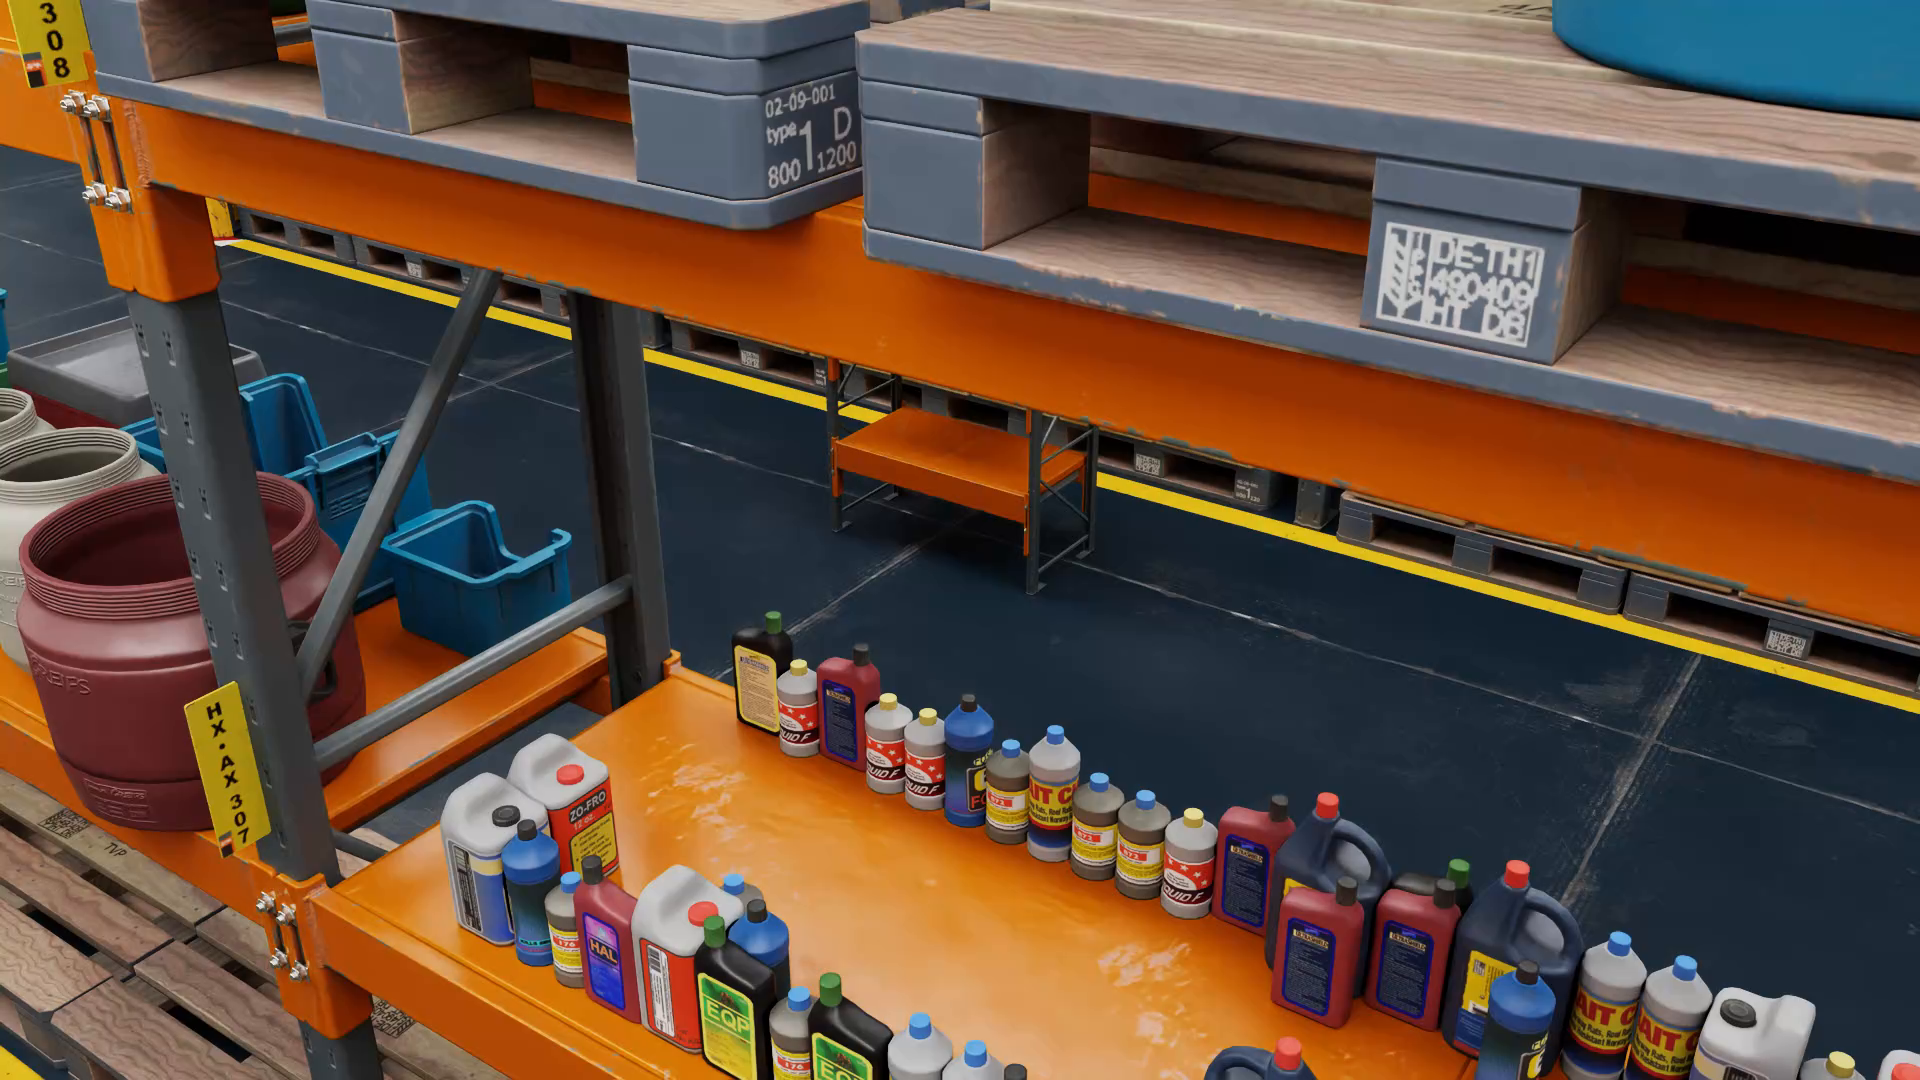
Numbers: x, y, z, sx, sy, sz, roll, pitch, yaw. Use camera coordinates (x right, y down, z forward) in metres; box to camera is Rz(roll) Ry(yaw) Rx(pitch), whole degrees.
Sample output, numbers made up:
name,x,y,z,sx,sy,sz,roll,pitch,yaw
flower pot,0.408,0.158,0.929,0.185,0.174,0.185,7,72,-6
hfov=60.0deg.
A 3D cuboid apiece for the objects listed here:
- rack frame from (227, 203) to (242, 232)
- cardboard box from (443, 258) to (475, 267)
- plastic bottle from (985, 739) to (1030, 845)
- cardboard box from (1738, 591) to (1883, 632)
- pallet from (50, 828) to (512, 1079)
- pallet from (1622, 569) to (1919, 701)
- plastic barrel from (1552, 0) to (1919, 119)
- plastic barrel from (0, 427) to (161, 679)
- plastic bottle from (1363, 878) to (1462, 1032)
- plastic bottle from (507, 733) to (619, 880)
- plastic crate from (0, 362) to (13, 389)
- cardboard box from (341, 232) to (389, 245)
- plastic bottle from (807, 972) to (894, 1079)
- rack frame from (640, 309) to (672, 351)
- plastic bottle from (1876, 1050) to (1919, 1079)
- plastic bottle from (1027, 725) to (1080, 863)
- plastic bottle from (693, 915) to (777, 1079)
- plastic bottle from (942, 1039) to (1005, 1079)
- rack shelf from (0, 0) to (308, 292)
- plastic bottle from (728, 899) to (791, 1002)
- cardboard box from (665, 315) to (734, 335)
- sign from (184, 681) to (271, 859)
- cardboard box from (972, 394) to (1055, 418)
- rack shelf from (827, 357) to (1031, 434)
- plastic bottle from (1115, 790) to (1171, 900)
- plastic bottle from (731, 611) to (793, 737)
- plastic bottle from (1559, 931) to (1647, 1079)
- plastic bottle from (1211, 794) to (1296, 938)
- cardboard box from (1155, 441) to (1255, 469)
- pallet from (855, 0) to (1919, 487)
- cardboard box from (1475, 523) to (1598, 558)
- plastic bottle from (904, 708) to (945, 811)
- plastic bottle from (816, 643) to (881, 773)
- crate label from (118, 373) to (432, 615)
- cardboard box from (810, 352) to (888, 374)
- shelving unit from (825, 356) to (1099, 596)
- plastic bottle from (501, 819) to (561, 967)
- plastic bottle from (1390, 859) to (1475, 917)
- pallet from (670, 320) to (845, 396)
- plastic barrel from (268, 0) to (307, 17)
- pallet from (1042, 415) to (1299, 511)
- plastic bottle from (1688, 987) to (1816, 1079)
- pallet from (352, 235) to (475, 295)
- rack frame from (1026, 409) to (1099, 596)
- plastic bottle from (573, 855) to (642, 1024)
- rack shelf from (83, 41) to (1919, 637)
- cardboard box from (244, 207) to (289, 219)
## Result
name,x,y,z,sx,sy,sz,roll,pitch,yaw
rack frame,-4.780,-3.629,11.074,0.127,3.000,1.000,17,32,30
cardboard box,-2.816,-1.856,10.158,0.500,0.250,0.500,17,32,30
plastic bottle,0.097,0.480,3.219,0.097,0.201,0.097,0,27,0
cardboard box,3.306,-0.038,6.288,0.500,0.500,0.500,16,31,29
pallet,-1.610,1.305,4.452,1.213,0.211,1.003,17,32,30
pallet,3.410,0.188,6.649,1.213,0.211,1.003,17,32,30
plastic barrel,0.810,-0.825,1.241,0.708,0.901,0.600,17,32,30
plastic barrel,-1.962,0.042,3.737,0.421,0.512,0.421,0,27,0
plastic bottle,0.752,0.671,2.754,0.133,0.283,0.061,17,32,30
plastic bottle,-0.733,0.507,3.084,0.135,0.276,0.152,17,32,30
plastic crate,-2.695,-0.315,4.795,0.662,0.188,0.450,17,32,30
cardboard box,-3.638,-2.114,10.666,0.500,0.250,0.500,17,32,30
plastic bottle,-0.163,0.790,2.520,0.133,0.283,0.061,17,32,30
rack frame,-1.483,-2.602,9.055,0.127,3.000,1.000,17,32,30
plastic bottle,1.375,0.860,2.391,0.135,0.276,0.152,17,32,30
plastic bottle,0.178,0.474,3.154,0.097,0.271,0.097,0,27,0
plastic bottle,-0.354,0.730,2.636,0.133,0.283,0.061,17,32,30
plastic bottle,0.022,0.843,2.429,0.097,0.271,0.097,0,27,0
rack shelf,-2.642,-1.254,3.892,4.000,0.370,1.077,17,32,30
plastic bottle,-0.324,0.702,2.706,0.097,0.271,0.097,0,27,0
cardboard box,-1.291,-1.367,9.198,0.500,0.250,0.500,16,31,29
sign,-1.299,0.411,2.955,0.005,0.325,0.100,17,32,30
cardboard box,0.403,-0.842,8.165,0.500,0.250,0.500,18,32,31
rack shelf,0.006,-0.760,6.859,1.000,0.278,0.538,17,32,30
plastic bottle,0.338,0.555,3.072,0.097,0.201,0.097,0,27,0
plastic bottle,-0.418,0.273,3.536,0.133,0.283,0.061,17,32,30
plastic bottle,1.023,0.737,2.636,0.097,0.271,0.097,0,27,0
plastic bottle,0.524,0.566,2.959,0.133,0.283,0.061,17,32,30
cardboard box,1.243,-0.580,7.652,0.500,0.250,0.500,18,32,31
pallet,0.666,-0.404,1.638,1.213,0.211,1.003,17,32,30
cardboard box,2.462,-0.301,6.805,0.500,0.500,0.500,16,31,29
plastic bottle,-0.063,0.430,3.317,0.097,0.201,0.097,0,27,0
plastic bottle,-0.228,0.332,3.419,0.133,0.283,0.061,17,32,30
crate label,-1.659,-0.096,4.092,0.616,0.435,0.502,17,32,30
cardboard box,-0.442,-1.104,8.680,0.500,0.250,0.500,16,31,29
shelving unit,0.006,-0.500,6.991,1.048,1.125,0.538,17,32,30
plastic bottle,-0.739,0.605,2.895,0.097,0.271,0.097,0,27,0
plastic bottle,0.786,0.648,2.799,0.133,0.283,0.061,17,32,30
pallet,-0.853,-1.185,9.345,1.213,0.211,1.003,17,32,30
plastic barrel,-1.226,-1.036,2.842,0.294,0.245,0.294,0,27,0
pallet,1.158,-0.558,8.114,1.213,0.211,1.003,17,32,30
plastic bottle,1.184,0.800,2.508,0.135,0.276,0.152,17,32,30
pallet,-3.124,-1.892,10.735,1.213,0.211,1.003,17,32,30
rack frame,0.425,-0.369,6.735,0.032,1.125,0.500,17,32,30
plastic bottle,-0.574,0.662,2.771,0.133,0.283,0.061,17,32,30
rack shelf,0.655,-0.226,1.874,4.000,0.370,1.077,17,32,30
cardboard box,-4.464,-2.370,11.168,0.500,0.250,0.500,17,32,30
